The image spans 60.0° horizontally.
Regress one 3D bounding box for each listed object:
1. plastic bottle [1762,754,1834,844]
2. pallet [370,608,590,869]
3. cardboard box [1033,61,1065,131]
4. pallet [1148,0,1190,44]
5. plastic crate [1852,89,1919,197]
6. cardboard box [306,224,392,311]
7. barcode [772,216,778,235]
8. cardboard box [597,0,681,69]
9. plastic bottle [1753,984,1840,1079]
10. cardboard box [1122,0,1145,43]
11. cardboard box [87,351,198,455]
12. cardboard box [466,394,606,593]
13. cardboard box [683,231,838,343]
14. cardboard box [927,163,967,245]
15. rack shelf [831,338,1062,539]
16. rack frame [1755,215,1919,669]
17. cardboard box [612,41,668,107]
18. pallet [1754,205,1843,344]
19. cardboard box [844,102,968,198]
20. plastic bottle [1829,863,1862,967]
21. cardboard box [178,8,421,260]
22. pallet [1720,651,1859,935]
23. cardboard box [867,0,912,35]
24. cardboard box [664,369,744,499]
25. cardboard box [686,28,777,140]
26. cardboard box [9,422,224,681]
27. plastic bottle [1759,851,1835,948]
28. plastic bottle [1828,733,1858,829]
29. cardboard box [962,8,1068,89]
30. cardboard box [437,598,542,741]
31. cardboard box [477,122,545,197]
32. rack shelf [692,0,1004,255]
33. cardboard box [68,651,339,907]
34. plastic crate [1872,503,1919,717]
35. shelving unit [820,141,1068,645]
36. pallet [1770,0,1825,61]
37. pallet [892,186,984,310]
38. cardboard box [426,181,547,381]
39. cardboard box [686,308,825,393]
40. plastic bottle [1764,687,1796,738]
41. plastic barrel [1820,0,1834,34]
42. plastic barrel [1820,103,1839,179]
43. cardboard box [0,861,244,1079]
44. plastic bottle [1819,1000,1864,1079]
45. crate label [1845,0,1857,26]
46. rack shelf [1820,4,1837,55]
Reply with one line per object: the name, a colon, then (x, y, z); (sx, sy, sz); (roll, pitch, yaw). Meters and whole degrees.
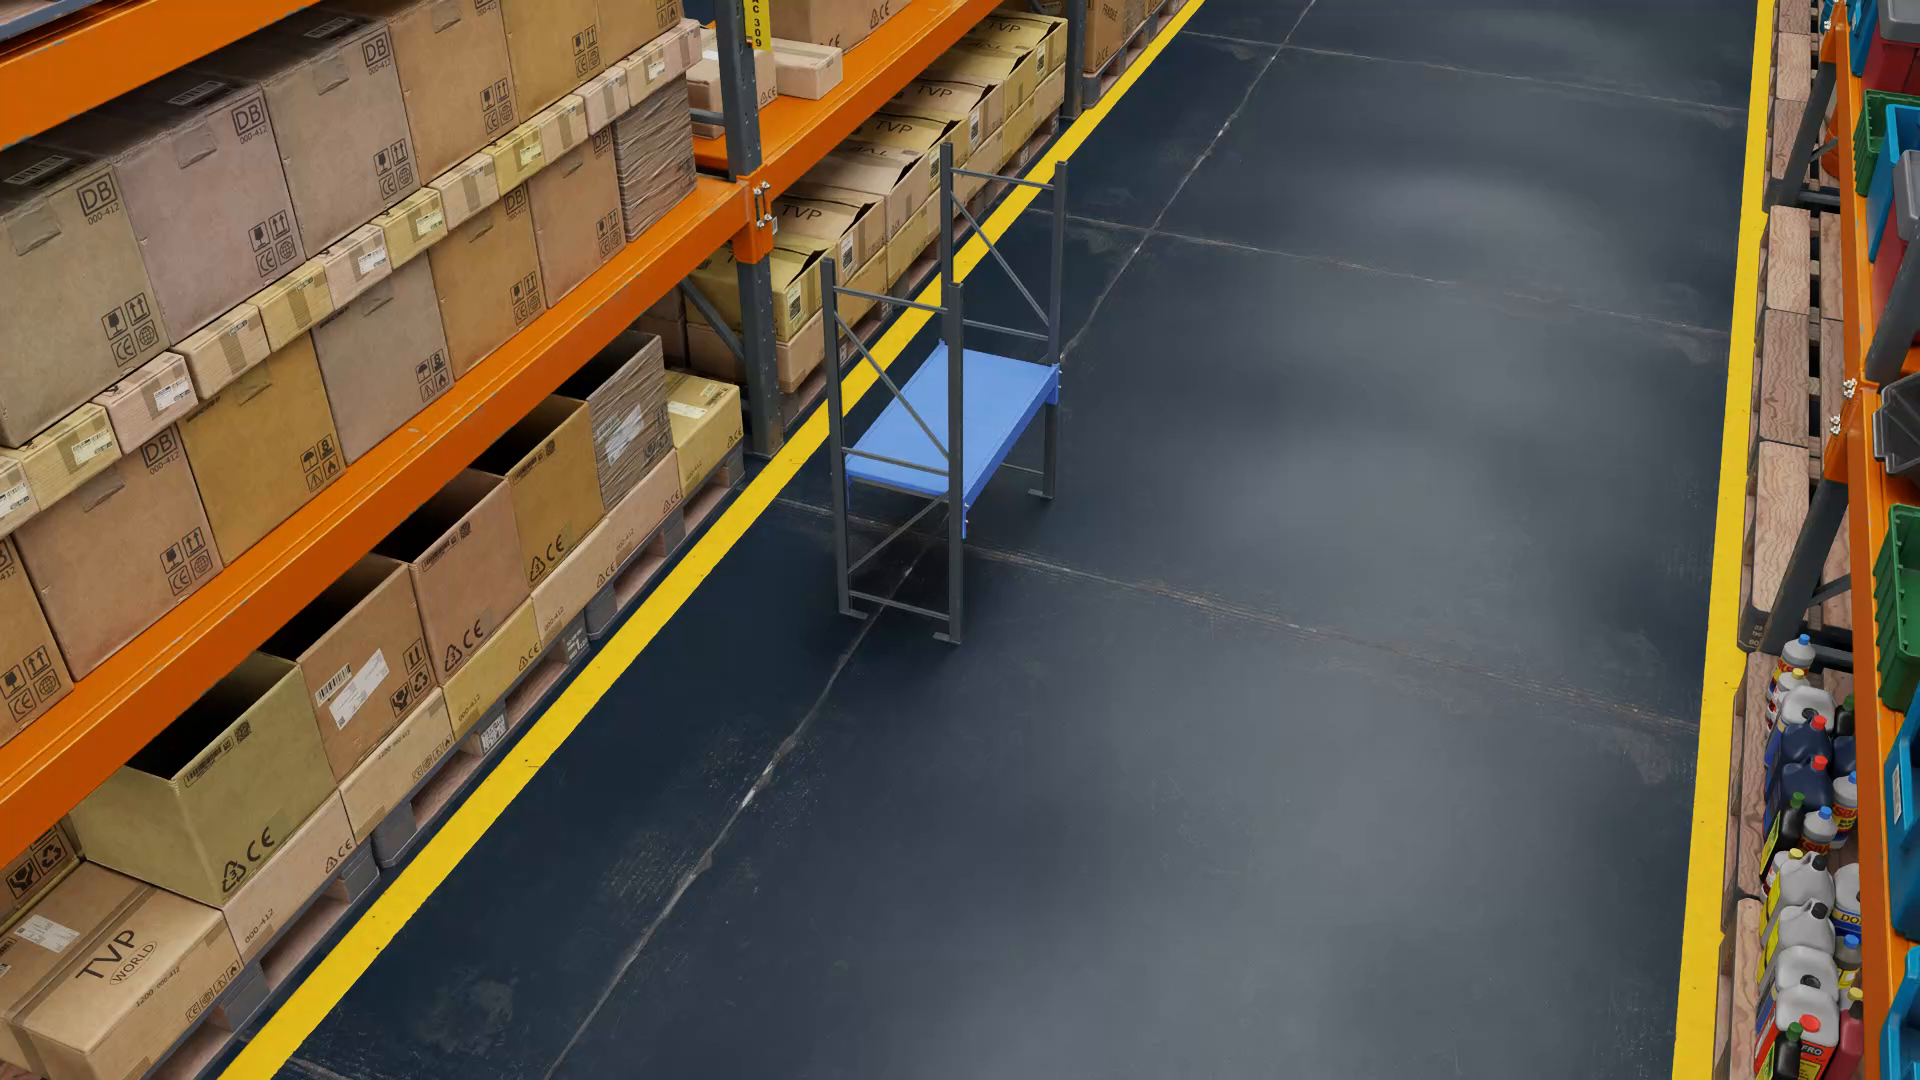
plastic bottle: (2.560, 0.778, 5.049); (0.144, 0.351, 0.185); (12, 38, 16)
pallet: (-2.061, 0.531, 5.863); (1.003, 0.211, 1.213); (14, 39, 18)
cardboard box: (0.290, -2.629, 9.708); (0.500, 0.250, 0.500); (15, 39, 19)
pallet: (1.050, -3.870, 11.751); (1.003, 0.211, 1.213); (14, 39, 18)
plastic crate: (3.724, -1.507, 6.438); (0.450, 0.188, 0.662); (14, 39, 18)
cardboard box: (-1.845, -0.799, 4.688); (0.380, 0.149, 0.250); (14, 39, 18)
barcode: (-0.775, -1.300, 6.903); (0.001, 0.075, 0.075); (14, 39, 18)
cardboard box: (-1.420, -2.007, 5.762); (0.700, 0.500, 0.500); (14, 39, 18)
plastic bottle: (2.215, 1.316, 4.392); (0.152, 0.276, 0.135); (14, 39, 18)
cardboard box: (0.896, -3.562, 10.730); (0.500, 0.500, 0.500); (12, 39, 16)
cardboard box: (-2.138, -0.371, 4.116); (0.380, 0.149, 0.250); (13, 39, 17)
cardboard box: (-1.619, -0.203, 5.836); (0.500, 0.500, 0.500); (14, 39, 18)
cardboard box: (-0.869, -1.158, 7.271); (0.500, 0.311, 0.500); (14, 39, 18)
cardboard box: (-0.290, -1.780, 8.571); (0.500, 0.250, 0.500); (15, 39, 19)
rack shelf: (-0.032, -0.409, 6.345); (0.538, 0.185, 1.000); (14, 39, 18)
rack frame: (3.322, -0.564, 4.999); (1.000, 3.000, 0.127); (14, 39, 18)
cardboard box: (-1.258, -1.658, 5.838); (0.380, 0.149, 0.250); (13, 39, 17)
pallet: (4.514, -1.241, 8.235); (1.003, 0.211, 1.213); (14, 39, 18)
cardboard box: (-0.286, -2.009, 8.410); (0.500, 0.311, 0.500); (15, 39, 19)
plastic bottle: (2.544, 1.063, 4.730); (0.152, 0.276, 0.135); (14, 39, 18)
cardboard box: (-1.993, -1.173, 4.647); (0.700, 0.500, 0.500); (14, 39, 18)
pallet: (3.028, 0.915, 5.349); (1.003, 0.211, 1.213); (14, 39, 18)
cardboard box: (-0.559, -2.725, 7.806); (0.500, 0.500, 0.500); (14, 39, 18)
cardboard box: (-1.231, -0.455, 6.799); (0.500, 0.250, 0.500); (14, 39, 18)
cardboard box: (-1.110, -1.917, 6.934); (0.500, 0.250, 0.500); (16, 40, 21)
cardboard box: (-2.394, -0.067, 4.251); (0.700, 0.500, 0.500); (15, 39, 19)
plastic bottle: (2.398, 1.013, 4.734); (0.144, 0.351, 0.185); (14, 39, 17)
plastic bottle: (2.765, 0.706, 5.145); (0.144, 0.351, 0.185); (14, 39, 18)
cardboard box: (0.293, -2.854, 9.541); (0.500, 0.311, 0.500); (15, 39, 19)
cardboard box: (-1.797, 0.377, 5.686); (0.500, 0.250, 0.500); (14, 39, 18)
cardboard box: (-1.551, -1.232, 5.267); (0.380, 0.149, 0.250); (14, 39, 18)
rack shelf: (-0.496, -2.513, 8.208); (1.077, 0.370, 4.000); (14, 39, 18)
cardboard box: (-2.181, 0.630, 4.722); (0.500, 0.500, 0.500); (14, 39, 18)
plastic crate: (2.545, 0.208, 4.143); (0.450, 0.188, 0.662); (14, 39, 18)
shelving unit: (-0.032, -0.554, 6.238); (0.538, 1.500, 1.048); (14, 39, 18)
pallet: (6.034, -3.458, 11.201); (1.003, 0.211, 1.213); (14, 39, 18)
pallet: (-0.550, -1.672, 8.811); (1.003, 0.211, 1.213); (14, 39, 18)
cardboard box: (-1.809, -0.917, 5.388); (0.700, 0.500, 0.500); (14, 39, 18)
cardboard box: (-0.874, -0.928, 7.432); (0.500, 0.250, 0.500); (13, 39, 17)
plastic bottle: (2.718, 0.570, 5.452); (0.097, 0.201, 0.097); (0, 37, 0)
plastic barrel: (5.874, -3.631, 10.505); (0.600, 0.901, 0.708); (14, 39, 18)
plastic barrel: (5.015, -2.352, 8.853); (0.600, 0.830, 0.708); (14, 39, 18)
cardboard box: (-2.369, 1.207, 4.575); (0.500, 0.250, 0.500); (14, 39, 18)
plastic bottle: (2.314, 1.337, 4.358); (0.061, 0.283, 0.133); (14, 39, 18)
crate label: (4.337, -2.564, 7.814); (0.303, 0.233, 0.416); (14, 39, 18)
rack shelf: (5.605, -3.598, 9.659); (1.077, 0.370, 4.000); (14, 39, 18)
